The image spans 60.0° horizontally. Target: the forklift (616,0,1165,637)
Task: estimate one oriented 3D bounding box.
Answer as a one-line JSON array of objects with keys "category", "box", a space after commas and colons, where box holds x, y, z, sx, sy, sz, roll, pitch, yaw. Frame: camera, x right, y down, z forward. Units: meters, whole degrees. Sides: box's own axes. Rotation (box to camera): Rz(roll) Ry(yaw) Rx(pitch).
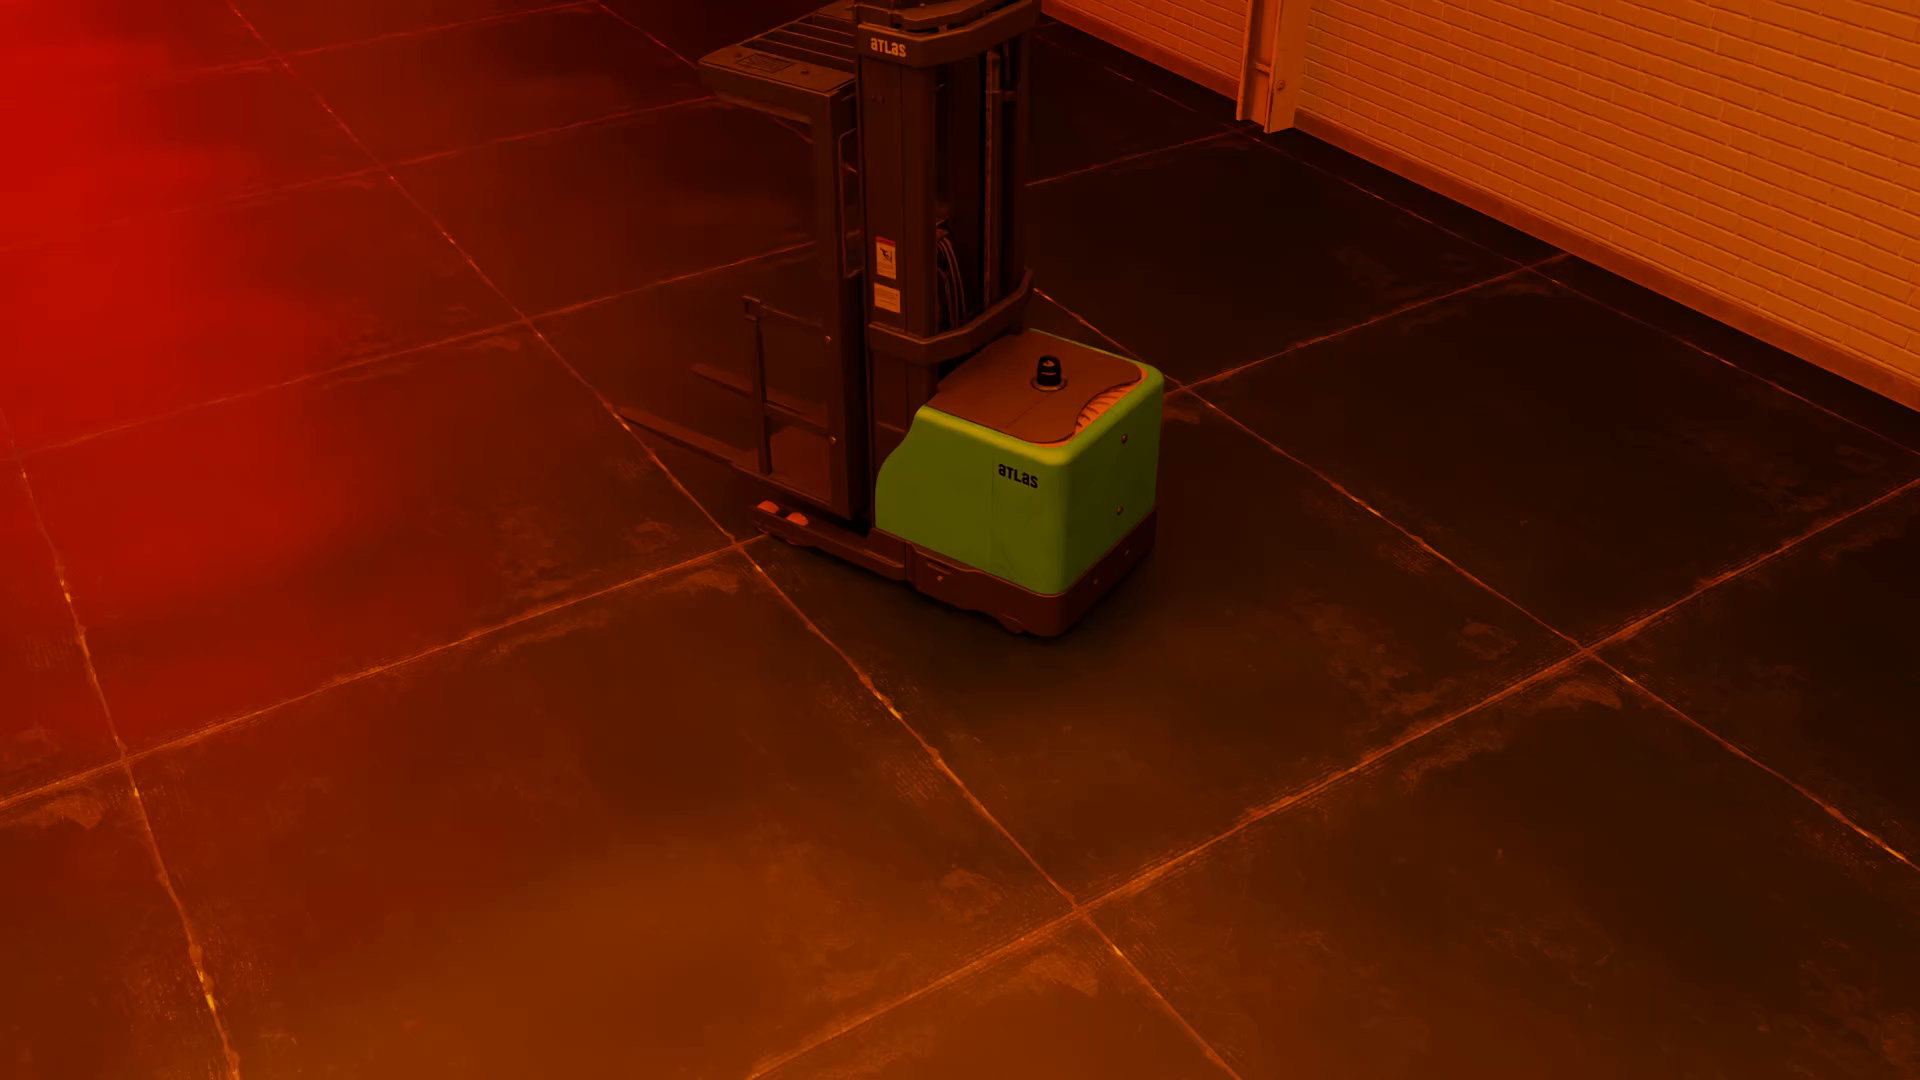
[{"category": "forklift", "box": [-0.500, -1.399, 8.138, 3.031, 2.935, 1.130, 22, 41, 28]}]
